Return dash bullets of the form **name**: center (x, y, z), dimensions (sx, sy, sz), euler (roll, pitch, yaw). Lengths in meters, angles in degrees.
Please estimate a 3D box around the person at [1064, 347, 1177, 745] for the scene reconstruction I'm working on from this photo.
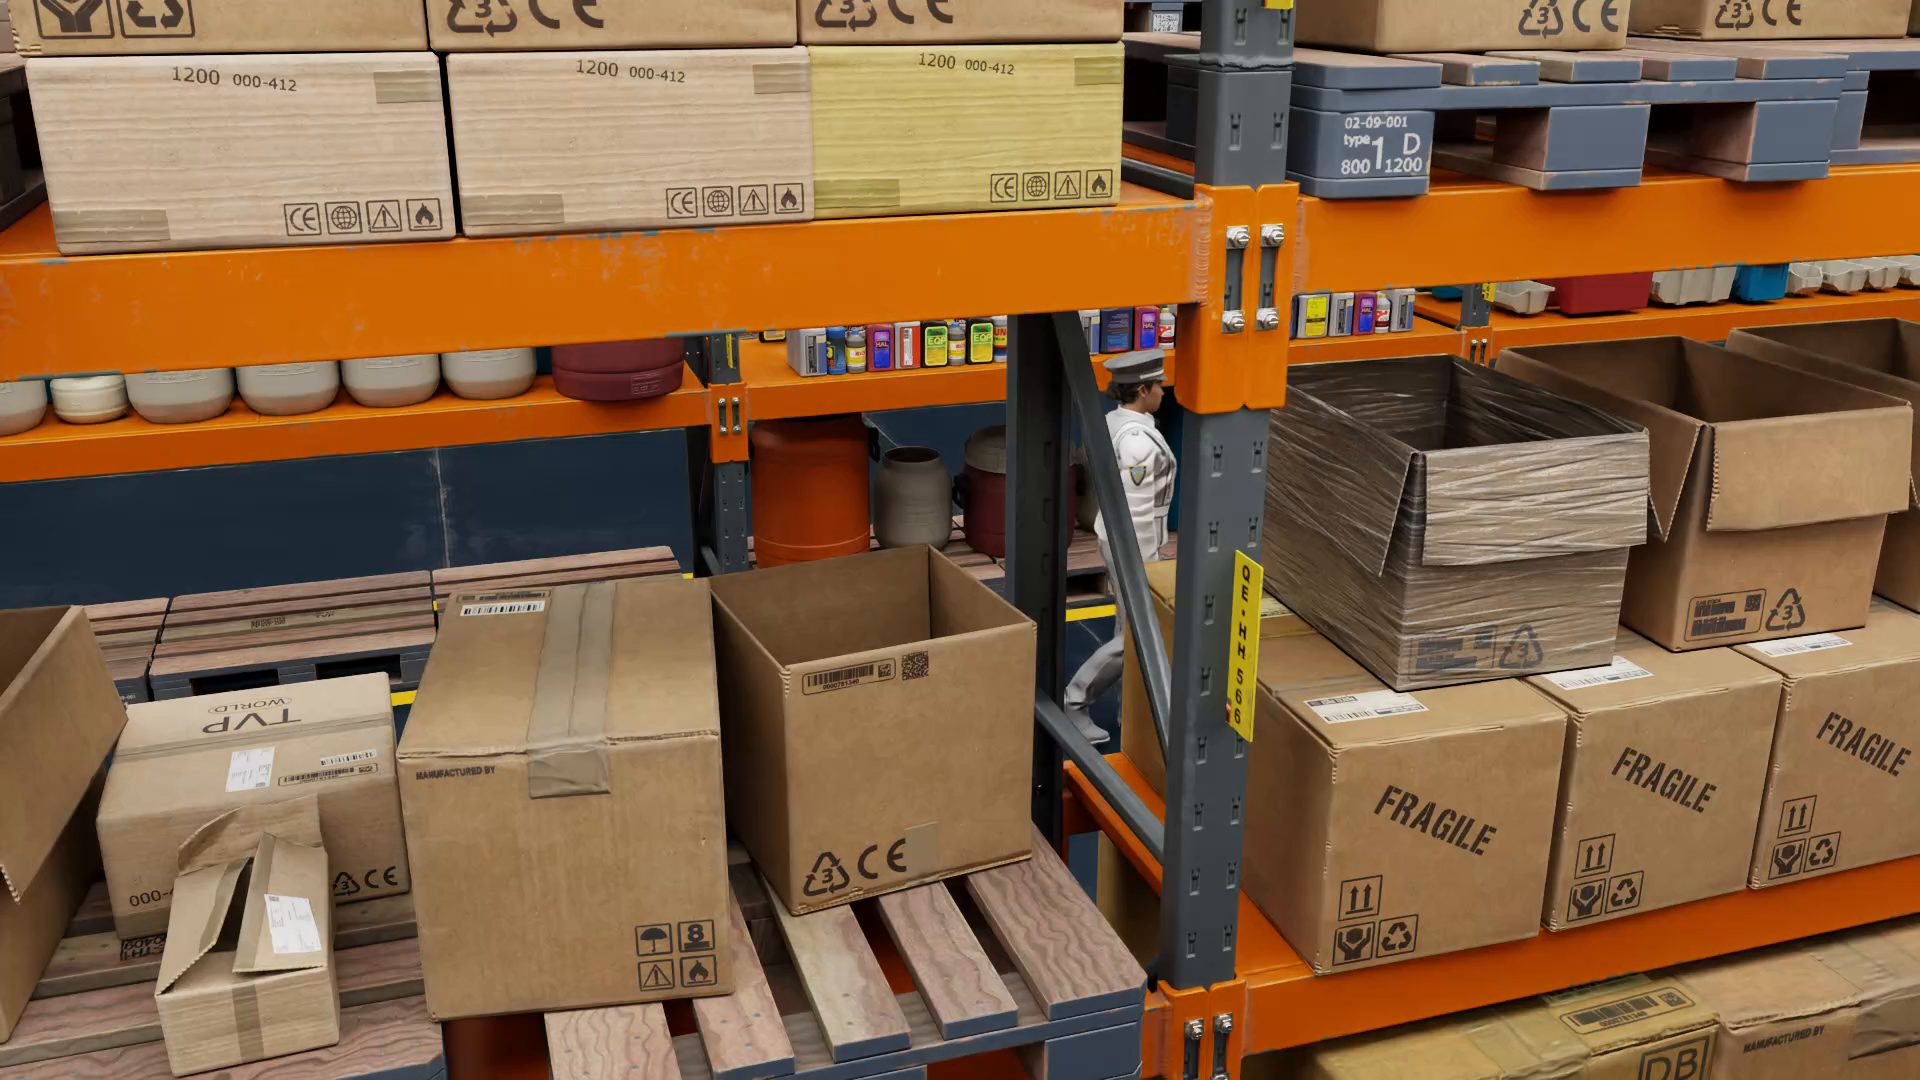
- **person**: center (0.677, 0.029, 6.923), dimensions (0.597, 1.668, 0.500), euler (-2, 19, -5)
